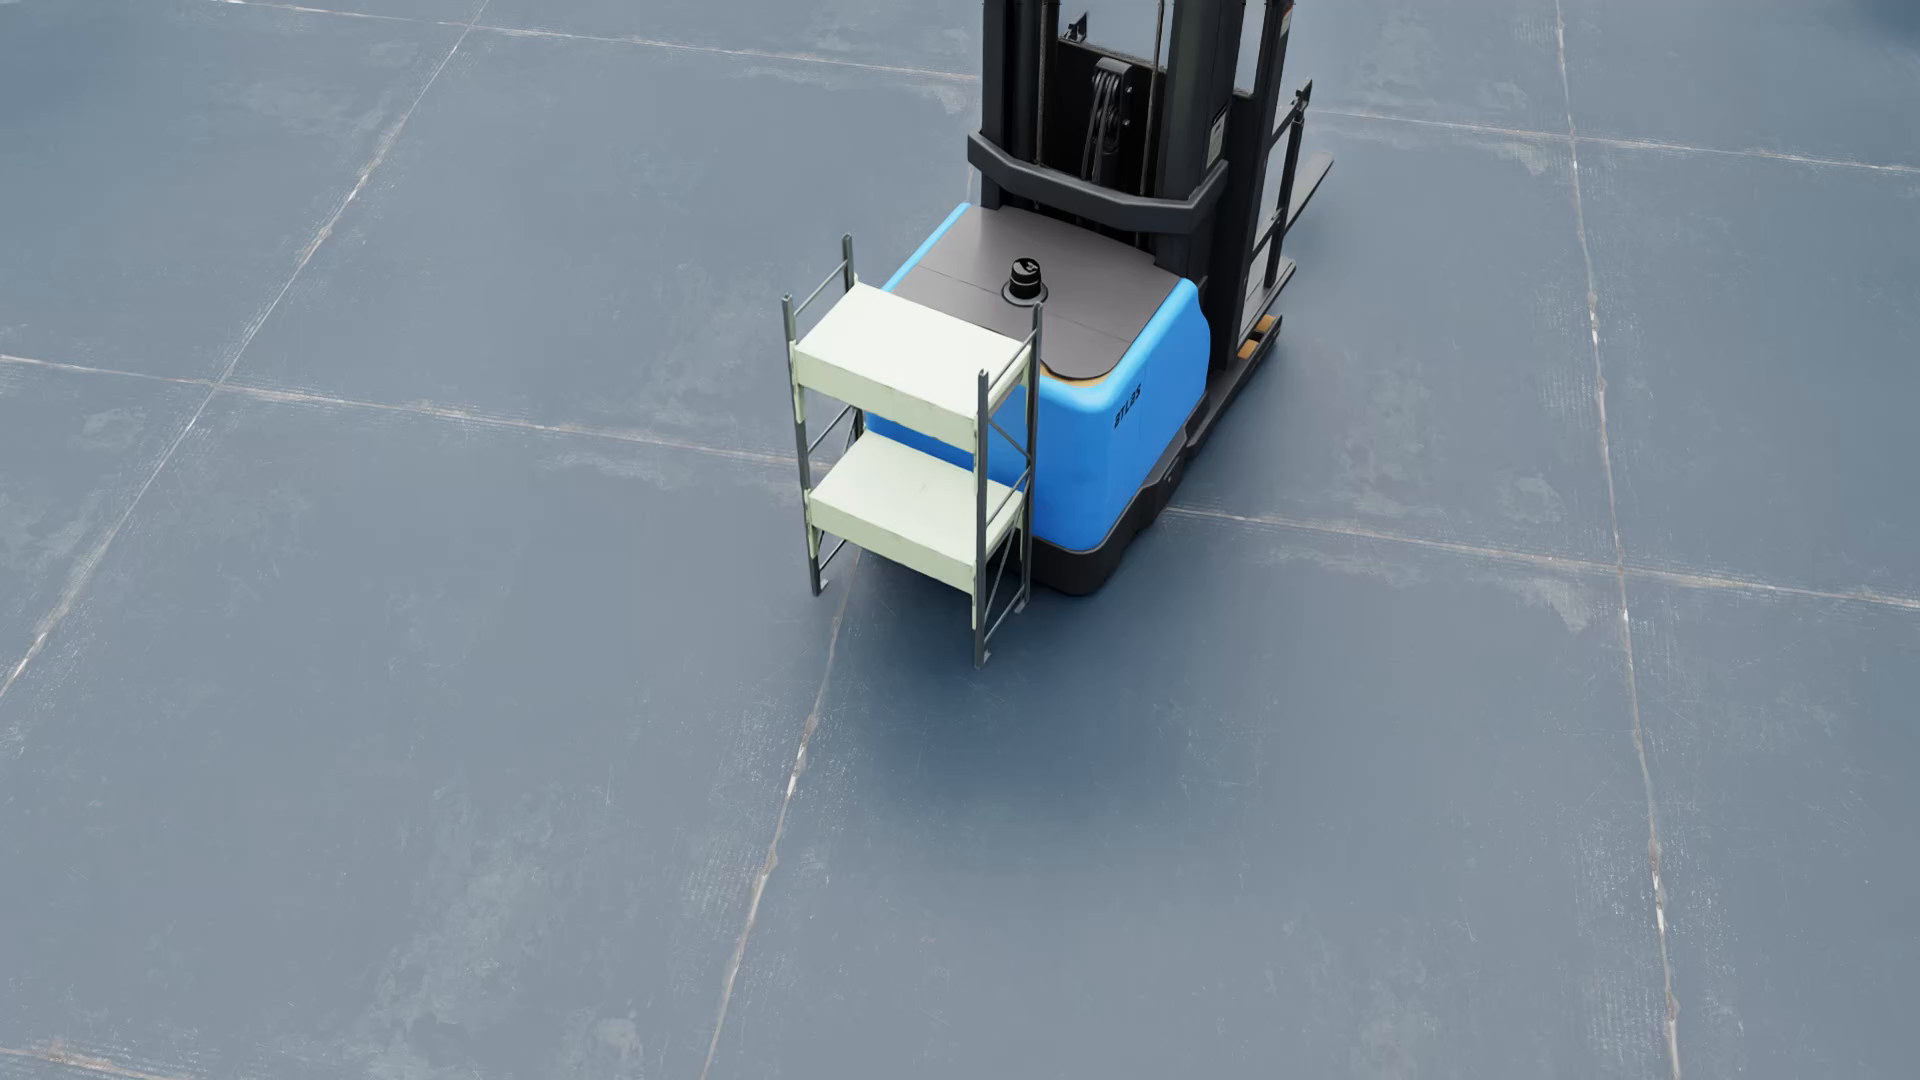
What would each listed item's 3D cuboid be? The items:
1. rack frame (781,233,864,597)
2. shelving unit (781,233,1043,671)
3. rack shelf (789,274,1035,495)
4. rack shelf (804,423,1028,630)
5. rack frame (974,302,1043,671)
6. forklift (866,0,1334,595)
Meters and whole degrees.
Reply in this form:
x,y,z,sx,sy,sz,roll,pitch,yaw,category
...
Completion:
x,y,z,sx,sy,sz,roll,pitch,yaw,category
-0.474,-0.410,6.082,0.023,1.500,0.400,23,52,19,rack frame
-0.155,-0.276,5.961,0.755,1.500,0.431,23,52,19,shelving unit
-0.155,-0.536,5.671,0.720,0.370,0.431,23,52,19,rack shelf
-0.155,-0.058,6.204,0.720,0.370,0.431,23,52,19,rack shelf
0.163,-0.141,5.840,0.023,1.500,0.400,23,52,19,rack frame
0.787,-1.862,6.425,1.130,2.935,3.031,23,52,19,forklift
